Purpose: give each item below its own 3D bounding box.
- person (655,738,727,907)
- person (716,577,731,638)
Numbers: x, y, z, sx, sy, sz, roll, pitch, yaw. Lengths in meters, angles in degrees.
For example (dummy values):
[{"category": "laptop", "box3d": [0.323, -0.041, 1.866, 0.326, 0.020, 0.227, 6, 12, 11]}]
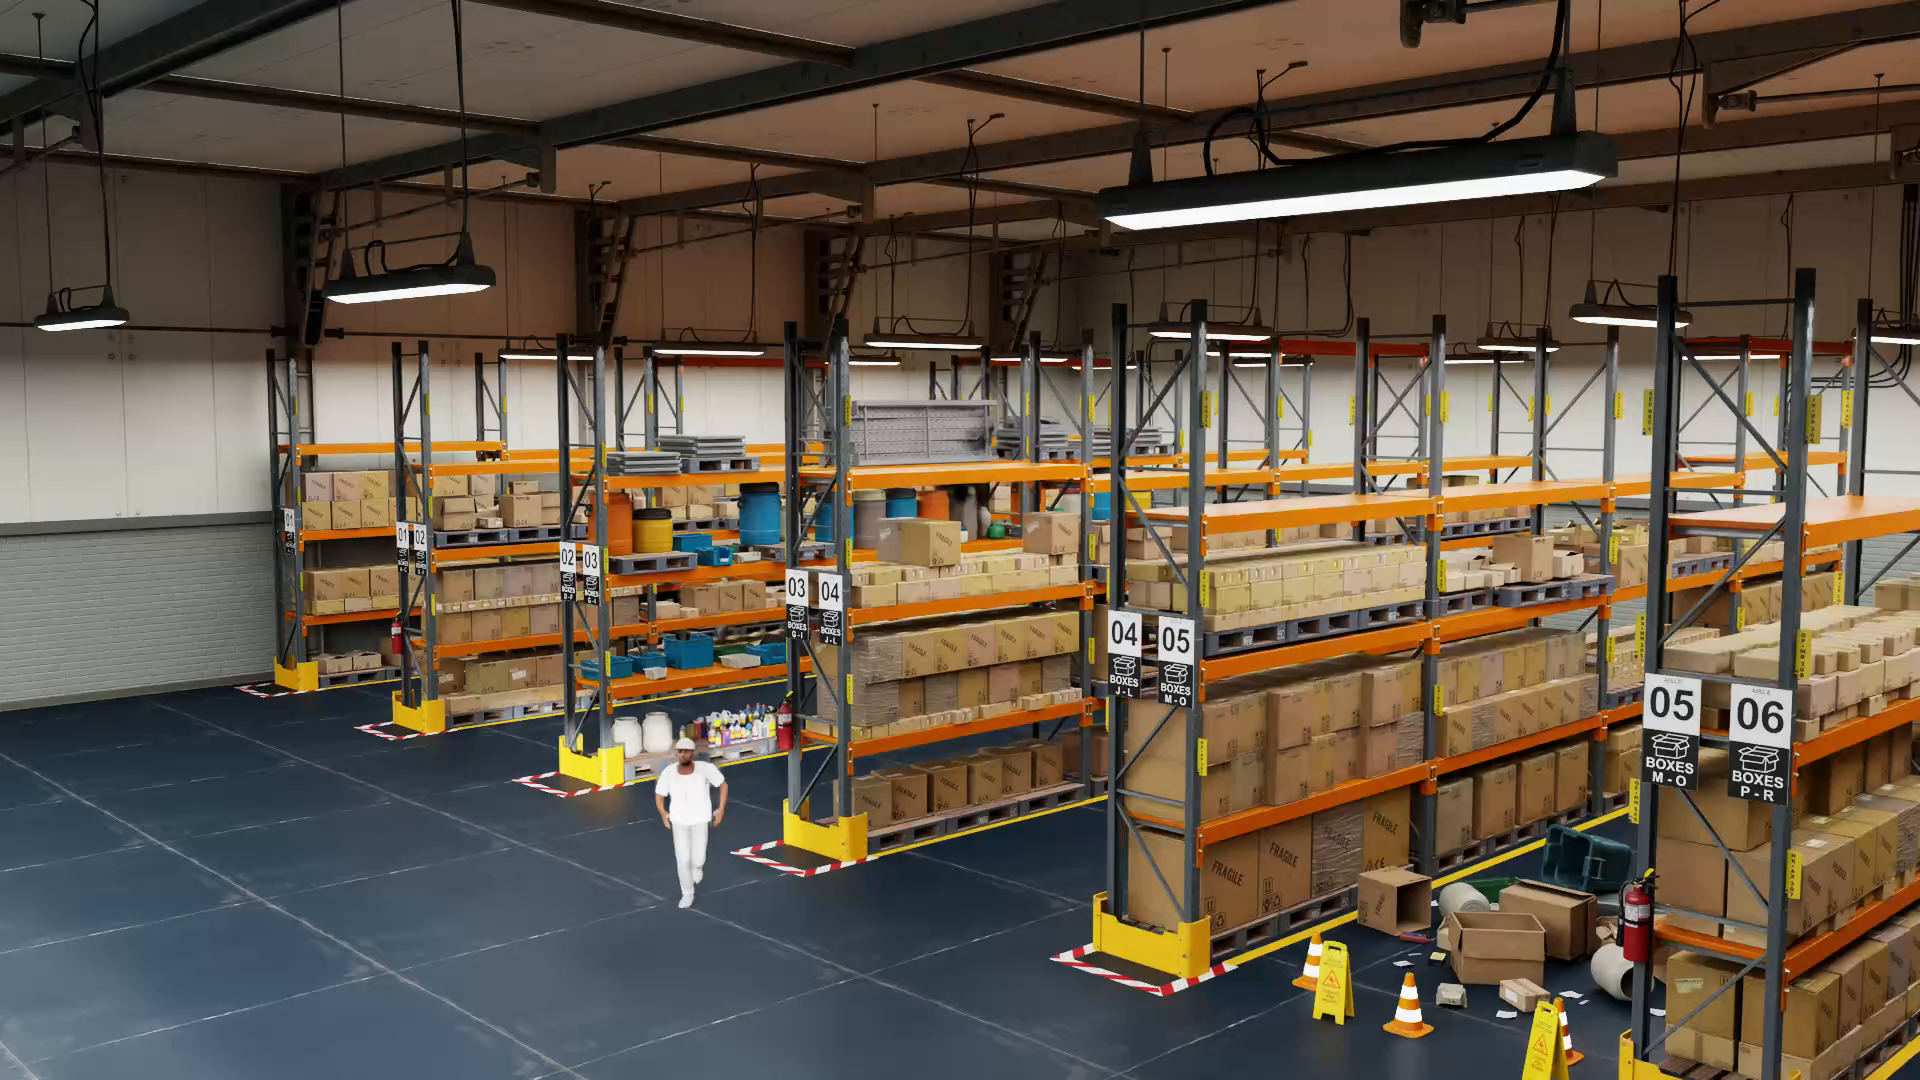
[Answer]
[{"category": "person", "box3d": [-2.737, 2.851, 16.887, 0.726, 1.729, 0.645, 0, 5, -1]}, {"category": "person", "box3d": [-4.662, 1.509, 32.601, 0.562, 1.667, 0.586, 3, 6, 35]}]
